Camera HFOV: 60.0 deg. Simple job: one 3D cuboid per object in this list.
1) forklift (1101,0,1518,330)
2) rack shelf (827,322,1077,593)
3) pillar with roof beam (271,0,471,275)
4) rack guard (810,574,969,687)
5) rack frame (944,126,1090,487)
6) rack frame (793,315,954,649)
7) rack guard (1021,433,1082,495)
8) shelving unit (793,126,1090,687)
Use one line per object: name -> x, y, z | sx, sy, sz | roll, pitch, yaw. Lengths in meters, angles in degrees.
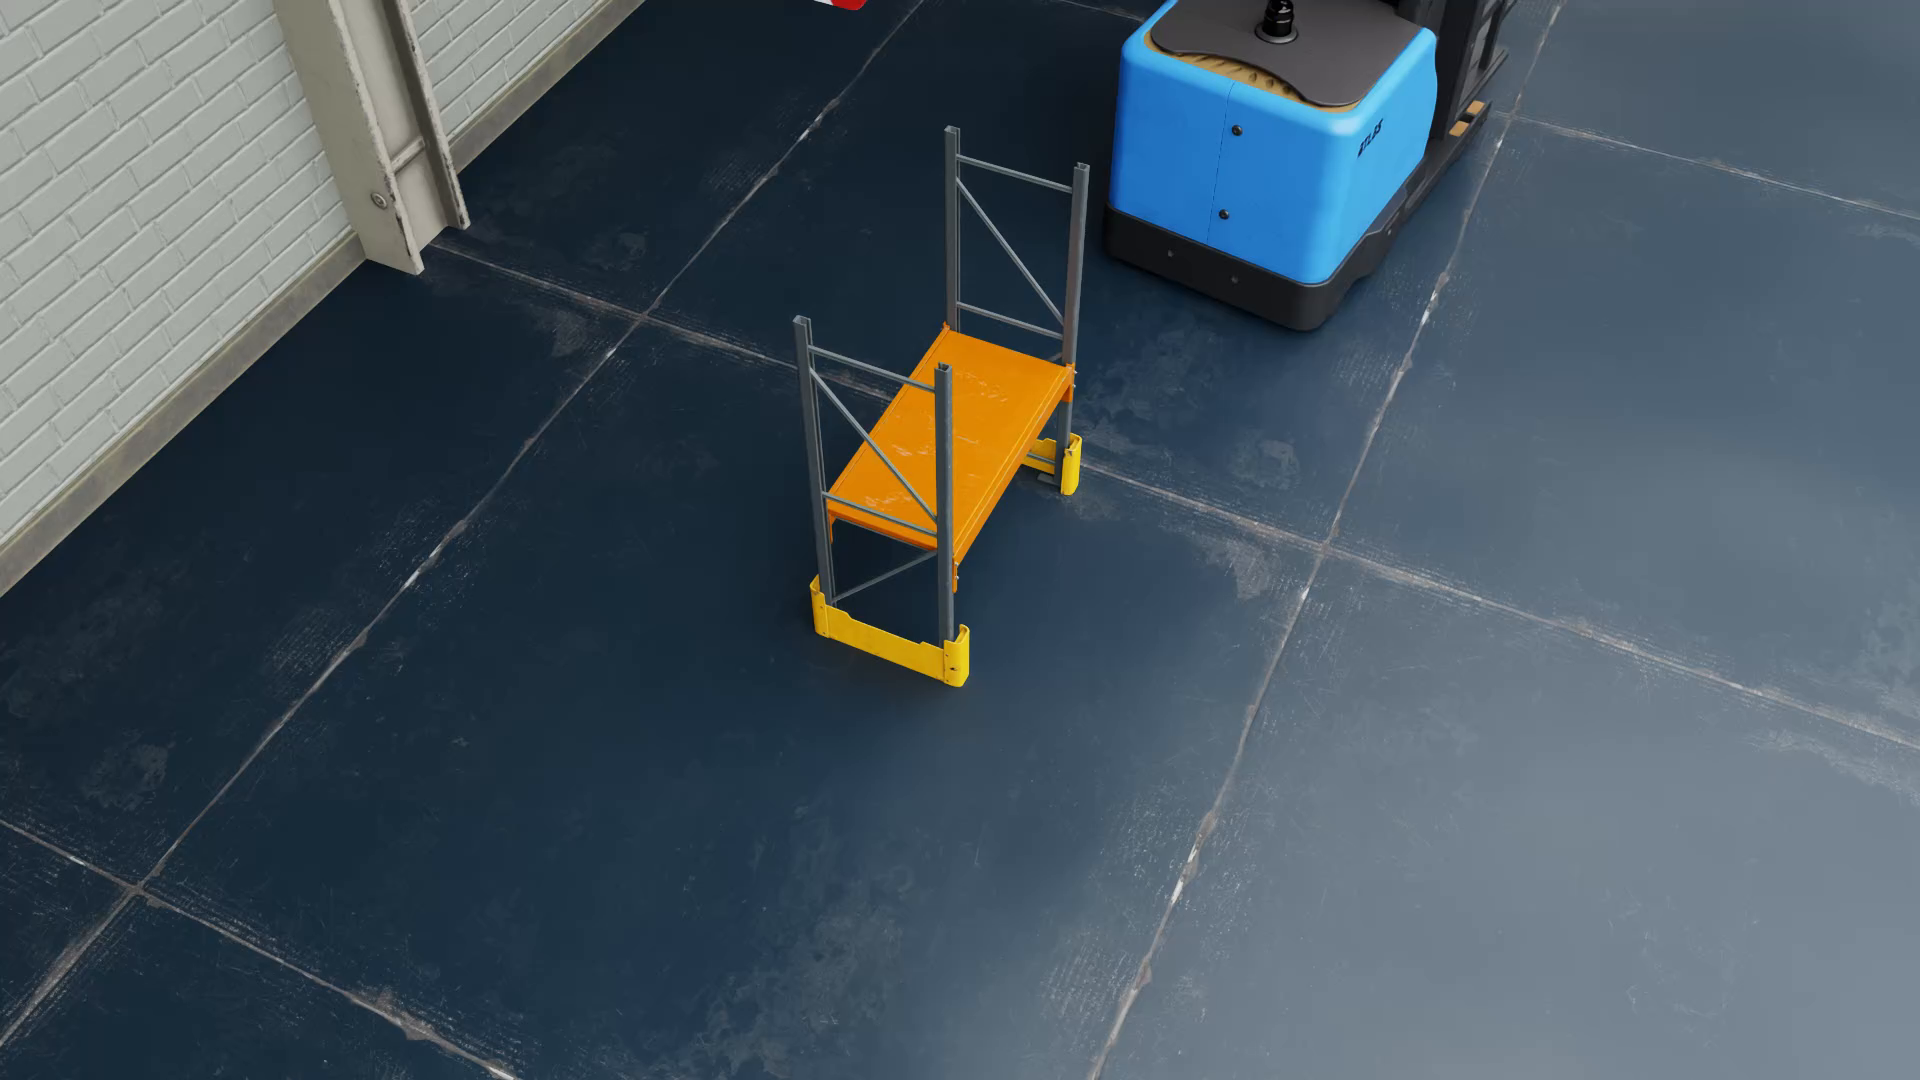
forklift -> 1.844, -2.923, 6.813 | 1.130, 2.935, 3.031 | 27, 55, 21
rack shelf -> -0.036, -0.311, 5.766 | 0.538, 0.185, 1.000 | 20, 52, 16
pillar with roof beam -> 1.478, -2.852, 2.768 | 9.100, 9.000, 0.400 | 20, 52, 16
rack guard -> -0.245, 0.314, 5.818 | 0.587, 0.250, 0.087 | 20, 52, 16
rack frame -> 0.181, -0.777, 5.927 | 0.500, 1.500, 0.032 | 20, 52, 16
rack frame -> -0.254, -0.077, 5.331 | 0.500, 1.500, 0.032 | 20, 52, 16
rack guard -> 0.180, -0.371, 6.402 | 0.587, 0.250, 0.087 | 20, 52, 16
shelving unit -> -0.033, -0.434, 5.634 | 0.587, 1.500, 1.083 | 20, 52, 16
